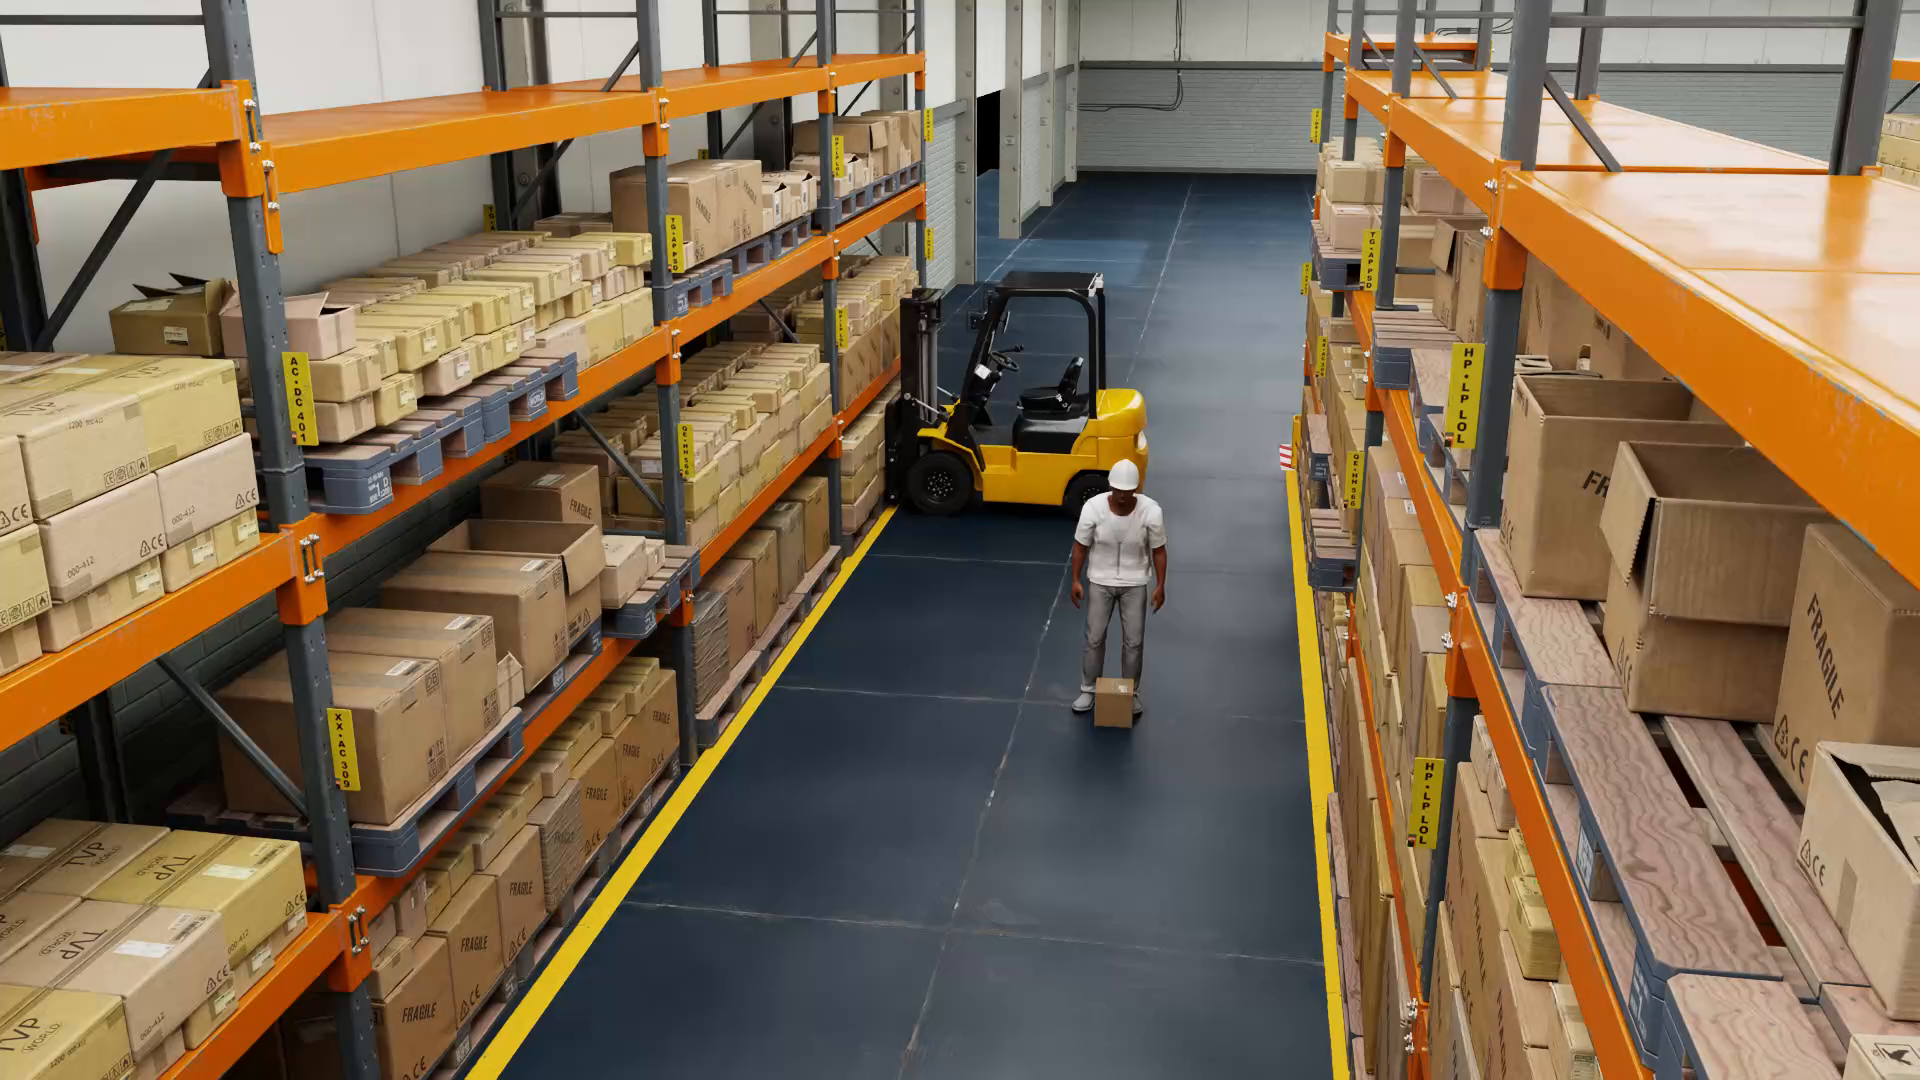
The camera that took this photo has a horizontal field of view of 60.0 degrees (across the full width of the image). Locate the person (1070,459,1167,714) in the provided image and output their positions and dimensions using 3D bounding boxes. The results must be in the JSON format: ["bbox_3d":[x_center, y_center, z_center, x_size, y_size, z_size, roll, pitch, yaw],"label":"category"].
[{"bbox_3d":[1.053,0.301,11.083,0.632,1.760,0.463,3,18,8],"label":"person"}]
